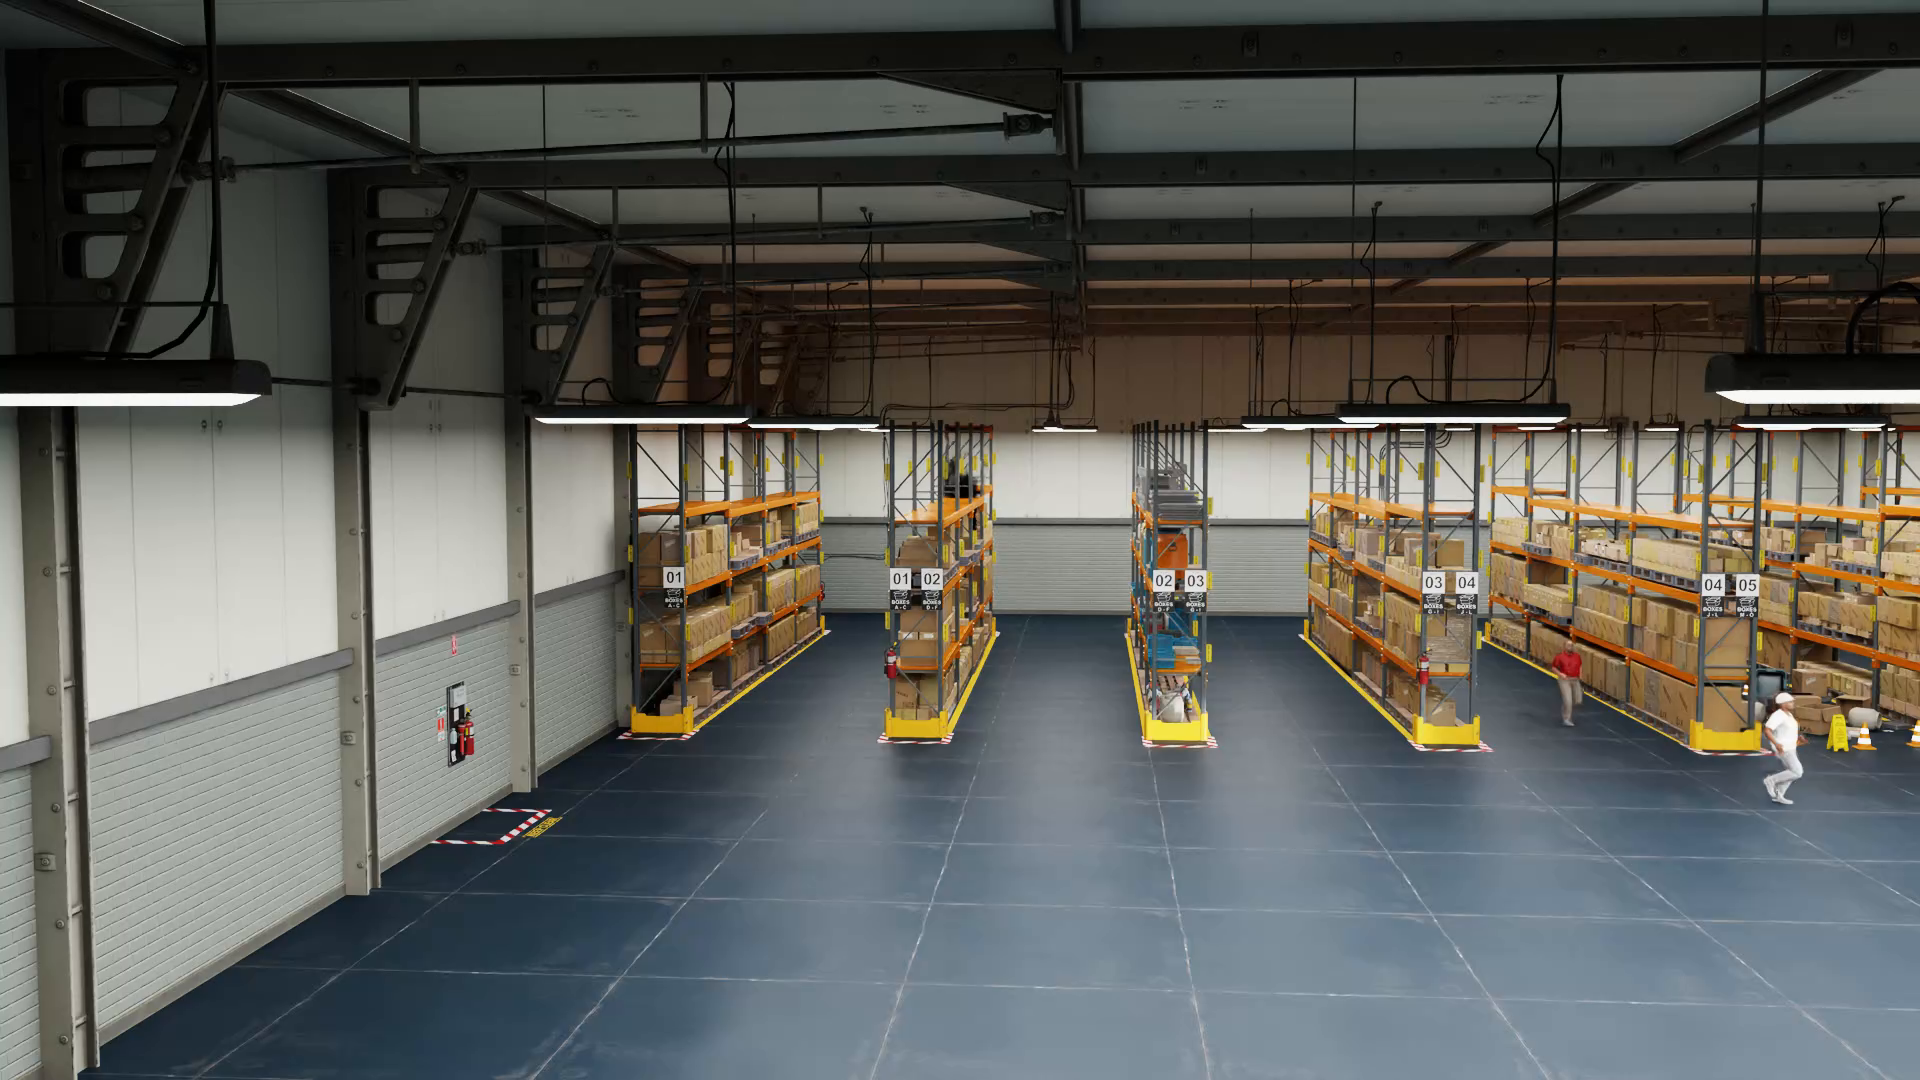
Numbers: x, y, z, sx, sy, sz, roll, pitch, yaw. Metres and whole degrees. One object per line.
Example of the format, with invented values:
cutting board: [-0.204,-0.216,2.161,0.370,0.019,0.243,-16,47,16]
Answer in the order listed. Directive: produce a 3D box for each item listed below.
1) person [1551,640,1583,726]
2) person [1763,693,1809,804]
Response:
person: [11.983,2.809,32.750,0.660,1.674,0.626,-1,4,-8]
person: [12.801,3.232,25.761,0.580,1.722,0.699,3,5,40]
